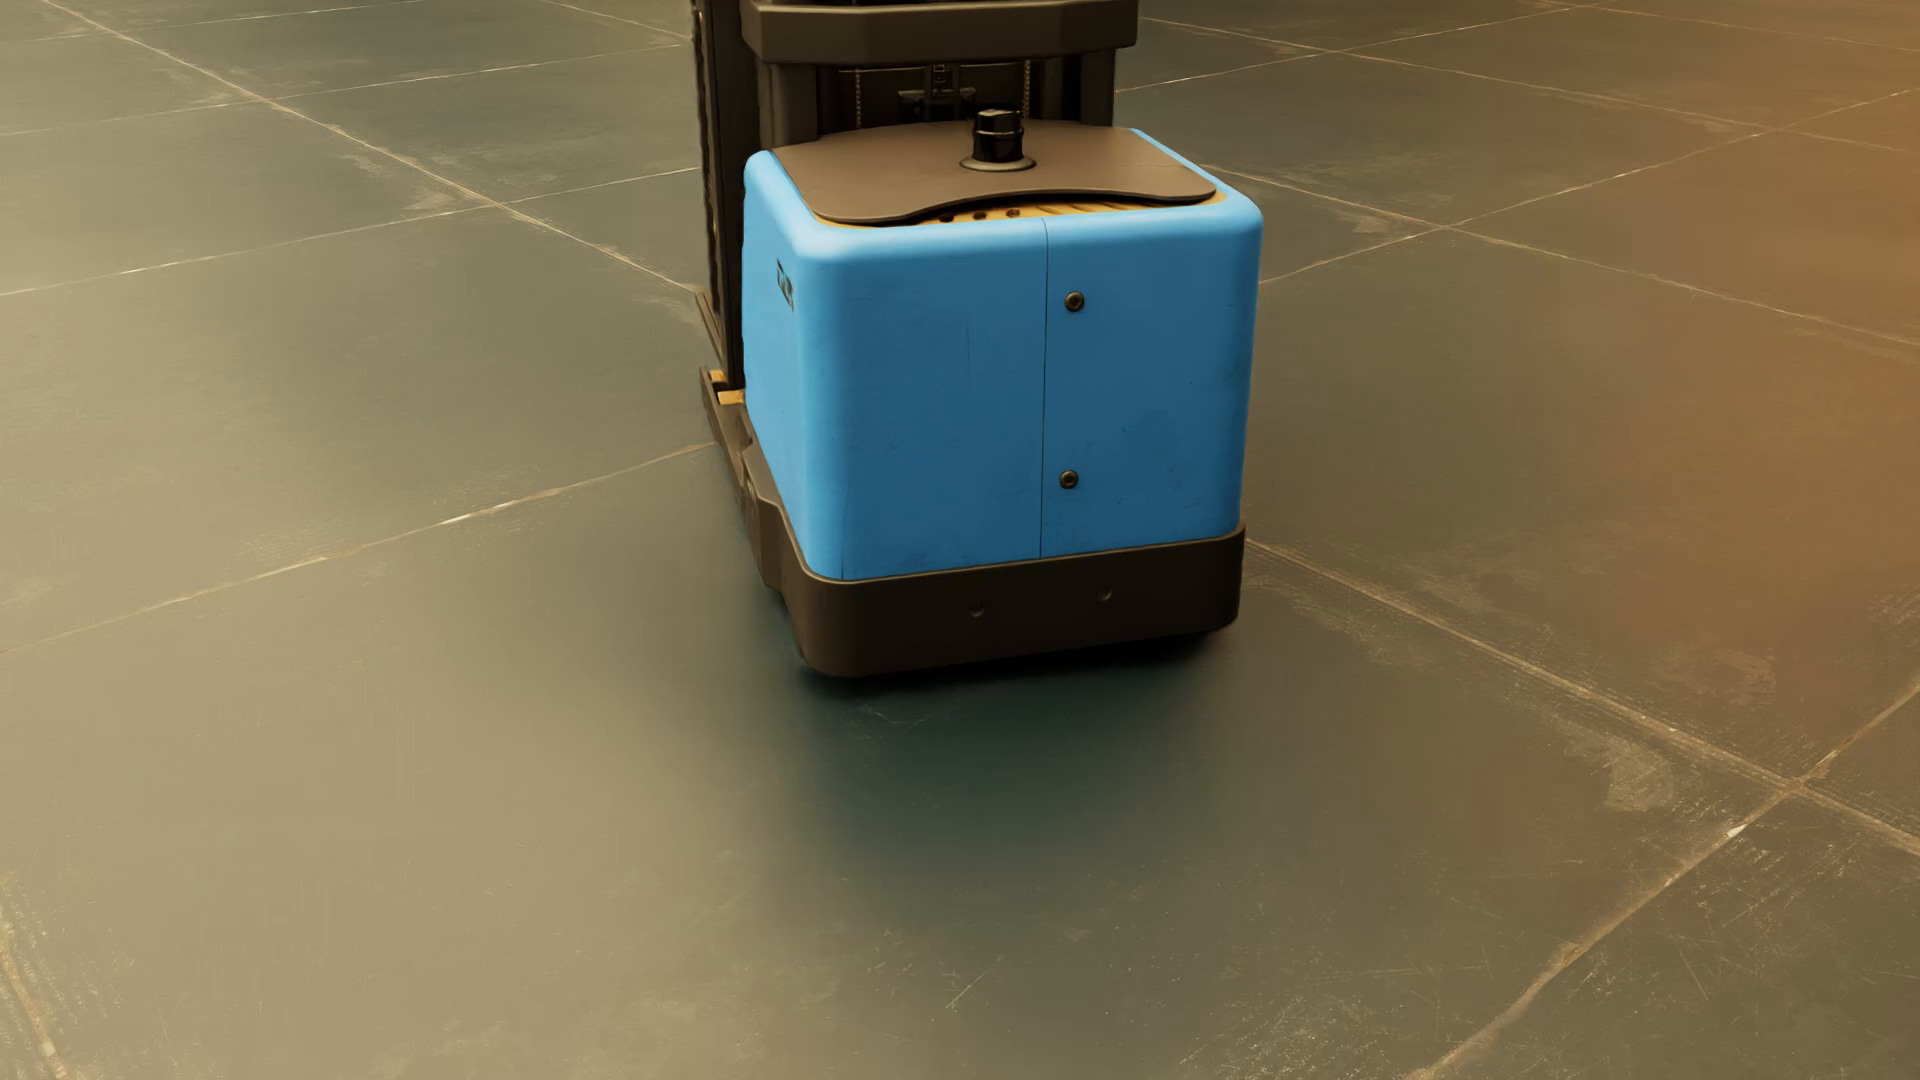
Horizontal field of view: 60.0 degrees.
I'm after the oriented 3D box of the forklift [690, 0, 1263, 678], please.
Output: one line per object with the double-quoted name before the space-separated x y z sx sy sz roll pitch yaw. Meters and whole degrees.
"forklift" -0.198 -1.639 4.507 1.130 2.935 3.031 -7 27 -13
